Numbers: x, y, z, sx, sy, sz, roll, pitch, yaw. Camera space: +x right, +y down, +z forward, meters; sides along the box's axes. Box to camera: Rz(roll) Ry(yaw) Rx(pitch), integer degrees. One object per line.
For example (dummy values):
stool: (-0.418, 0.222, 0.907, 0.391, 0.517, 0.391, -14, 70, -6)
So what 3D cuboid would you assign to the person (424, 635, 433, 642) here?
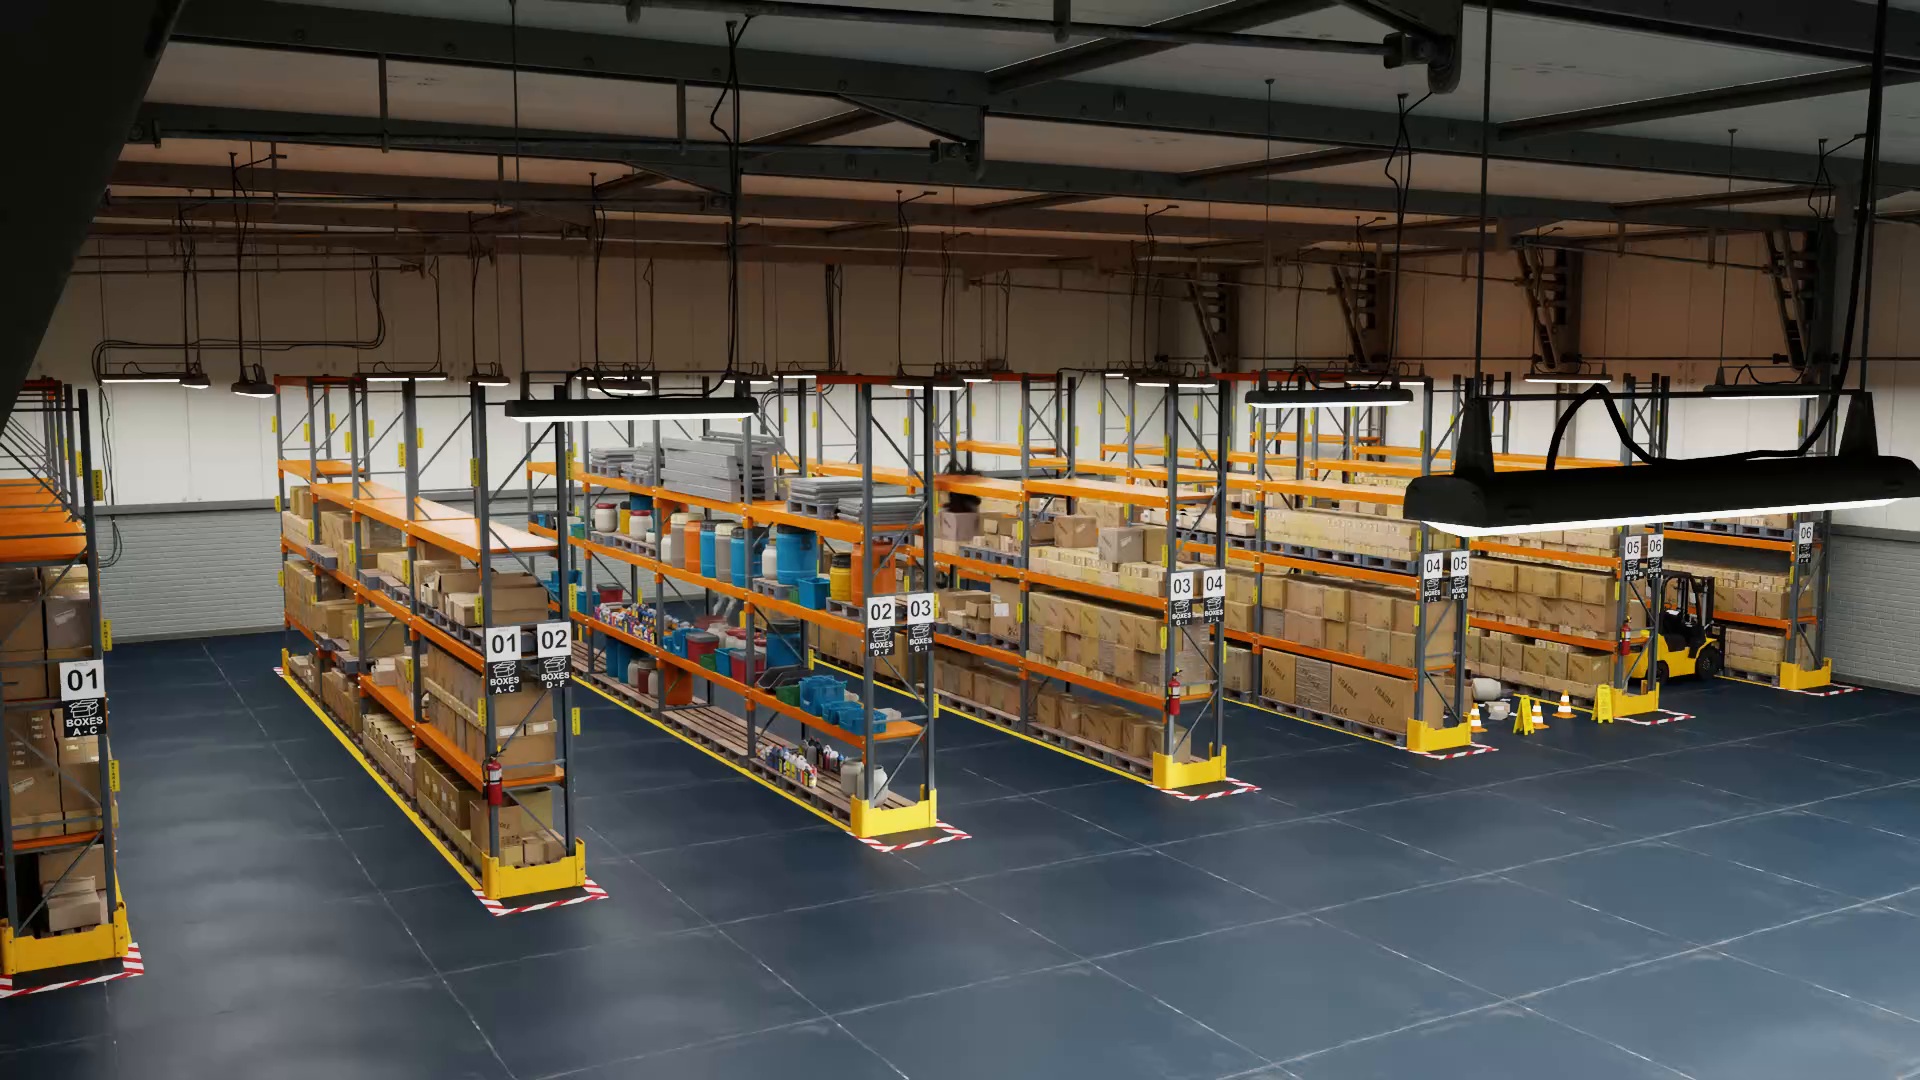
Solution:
person: (-10.869, 1.868, 33.550, 0.621, 1.703, 0.791, -5, 8, -38)

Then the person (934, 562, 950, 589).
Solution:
person: (-0.481, 1.328, 37.937, 0.672, 1.670, 0.792, -2, 7, -18)

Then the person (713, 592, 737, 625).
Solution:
person: (-5.581, 1.133, 39.597, 0.737, 1.824, 0.646, -1, 6, -11)
